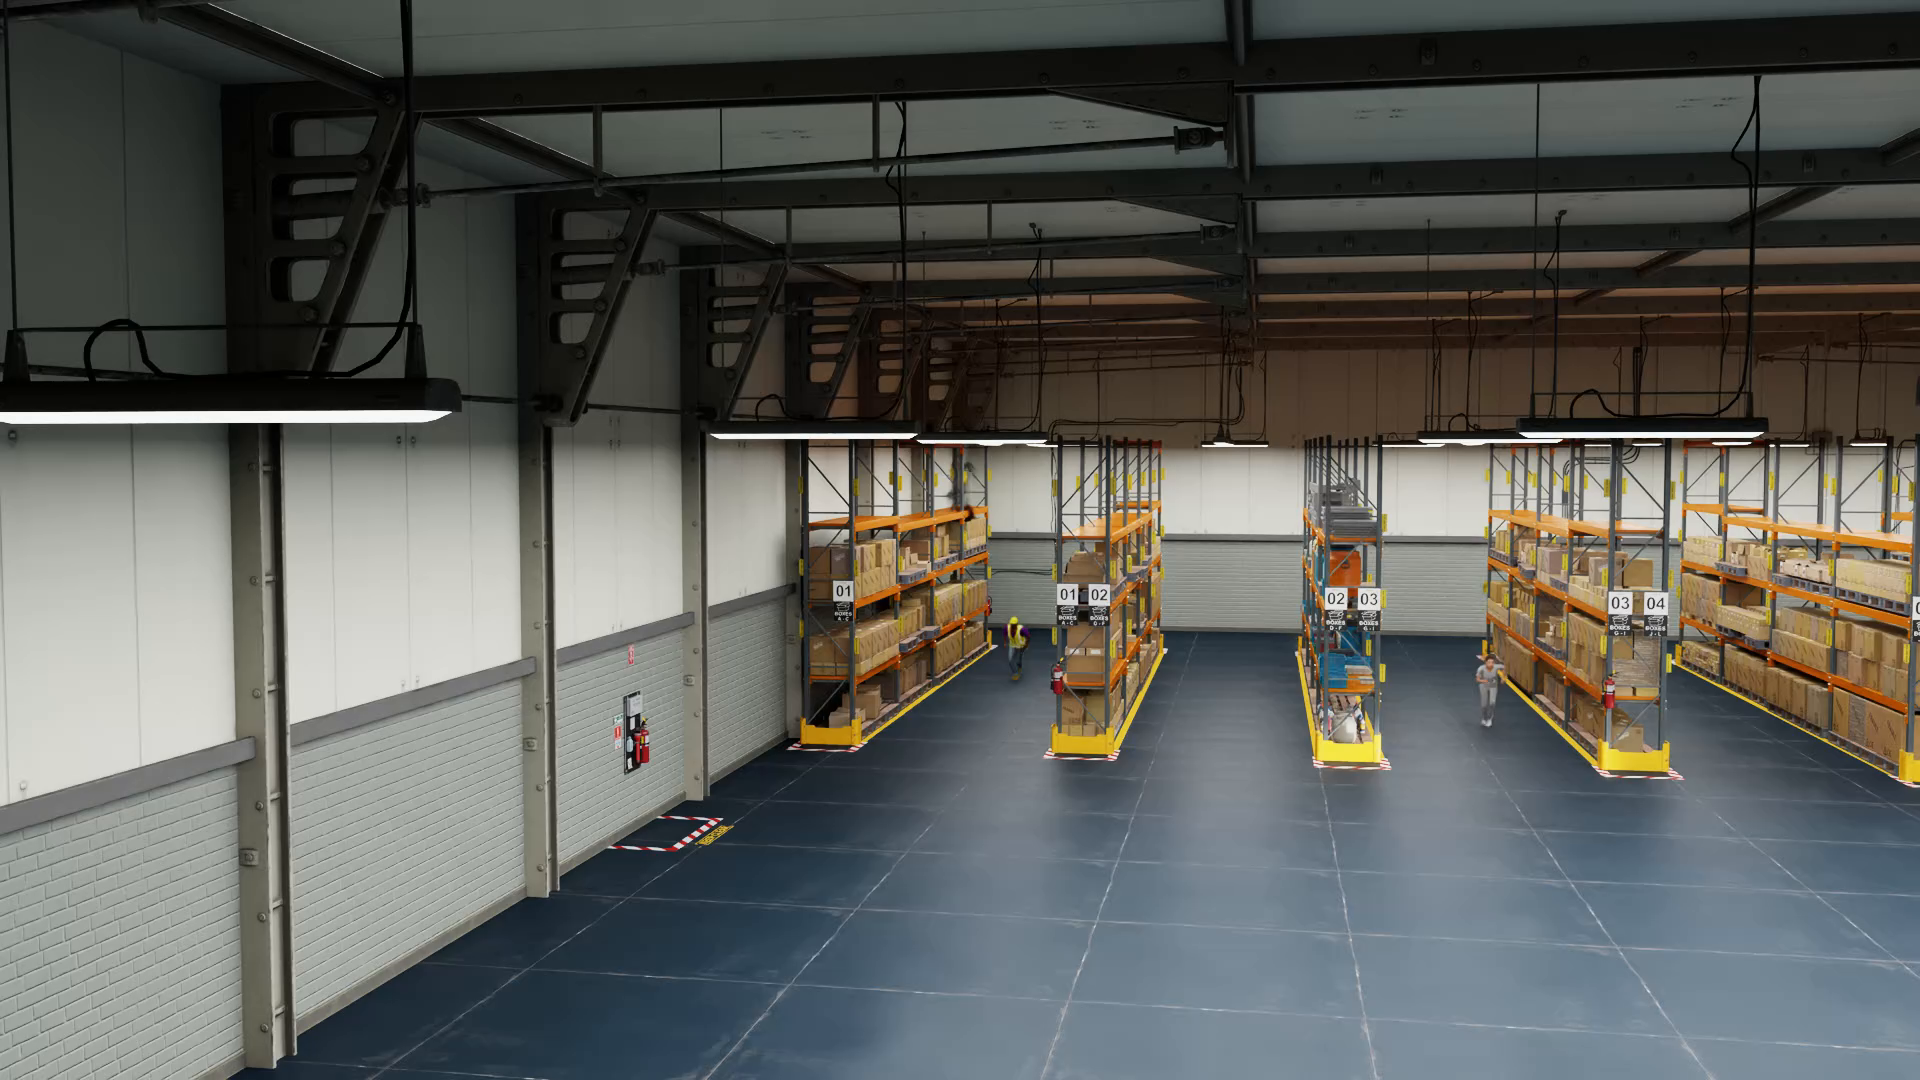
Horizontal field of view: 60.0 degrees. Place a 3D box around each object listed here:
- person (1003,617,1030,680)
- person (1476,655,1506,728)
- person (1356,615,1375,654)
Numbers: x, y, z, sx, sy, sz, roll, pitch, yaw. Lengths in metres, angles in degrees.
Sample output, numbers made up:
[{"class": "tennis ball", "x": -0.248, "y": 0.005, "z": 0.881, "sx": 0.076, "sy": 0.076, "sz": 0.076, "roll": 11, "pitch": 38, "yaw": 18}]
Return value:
[{"class": "person", "x": 1.435, "y": 2.688, "z": 41.608, "sx": 0.714, "sy": 1.609, "sz": 1.029, "roll": 1, "pitch": 3, "yaw": 16}, {"class": "person", "x": 10.923, "y": 3.103, "z": 34.259, "sx": 0.588, "sy": 1.528, "sz": 0.914, "roll": 1, "pitch": 3, "yaw": 14}, {"class": "person", "x": 11.200, "y": 2.305, "z": 46.791, "sx": 0.720, "sy": 1.790, "sz": 0.958, "roll": -3, "pitch": 4, "yaw": -41}]
